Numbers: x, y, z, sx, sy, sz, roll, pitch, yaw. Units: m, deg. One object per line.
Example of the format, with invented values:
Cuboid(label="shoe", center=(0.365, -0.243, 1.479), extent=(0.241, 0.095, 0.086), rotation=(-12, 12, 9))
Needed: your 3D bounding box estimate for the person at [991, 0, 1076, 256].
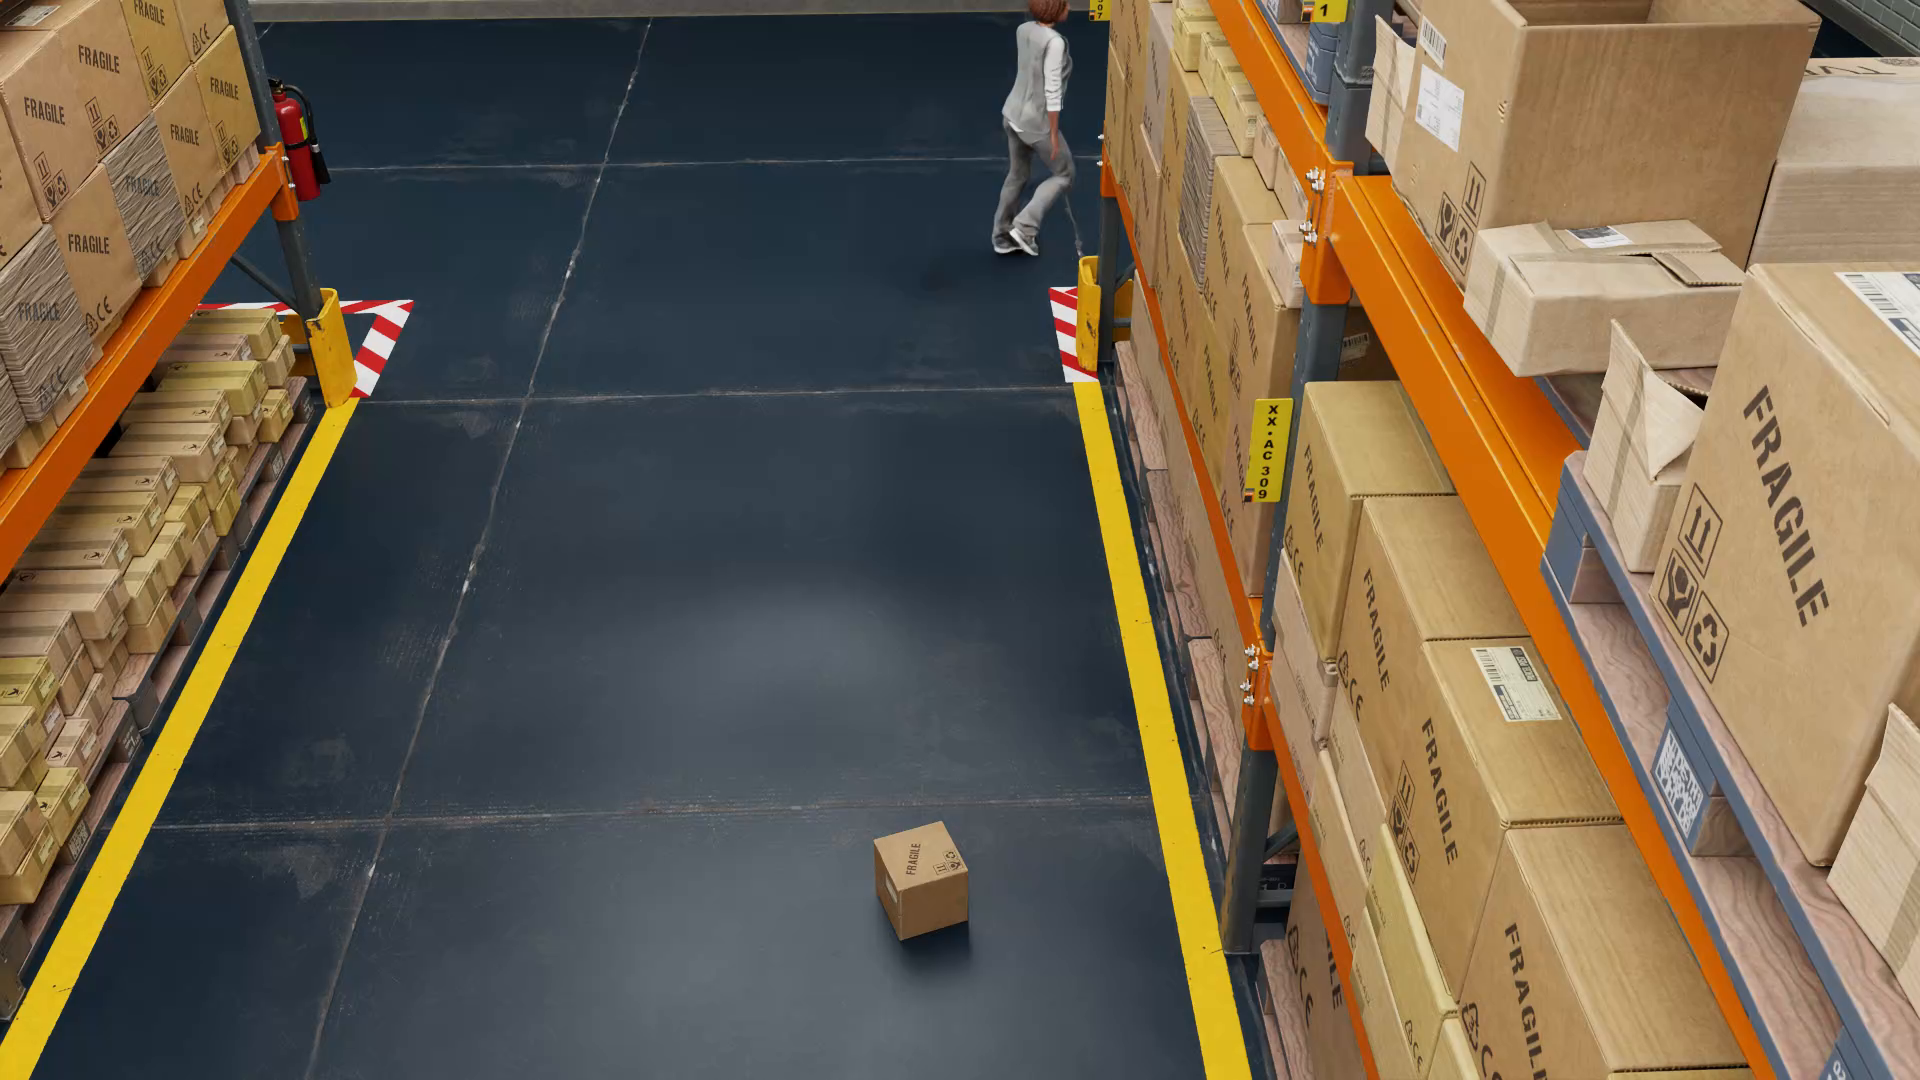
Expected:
Cuboid(label="person", center=(0.423, -2.328, 9.384), extent=(0.443, 1.567, 0.476), rotation=(-18, 39, -23))
